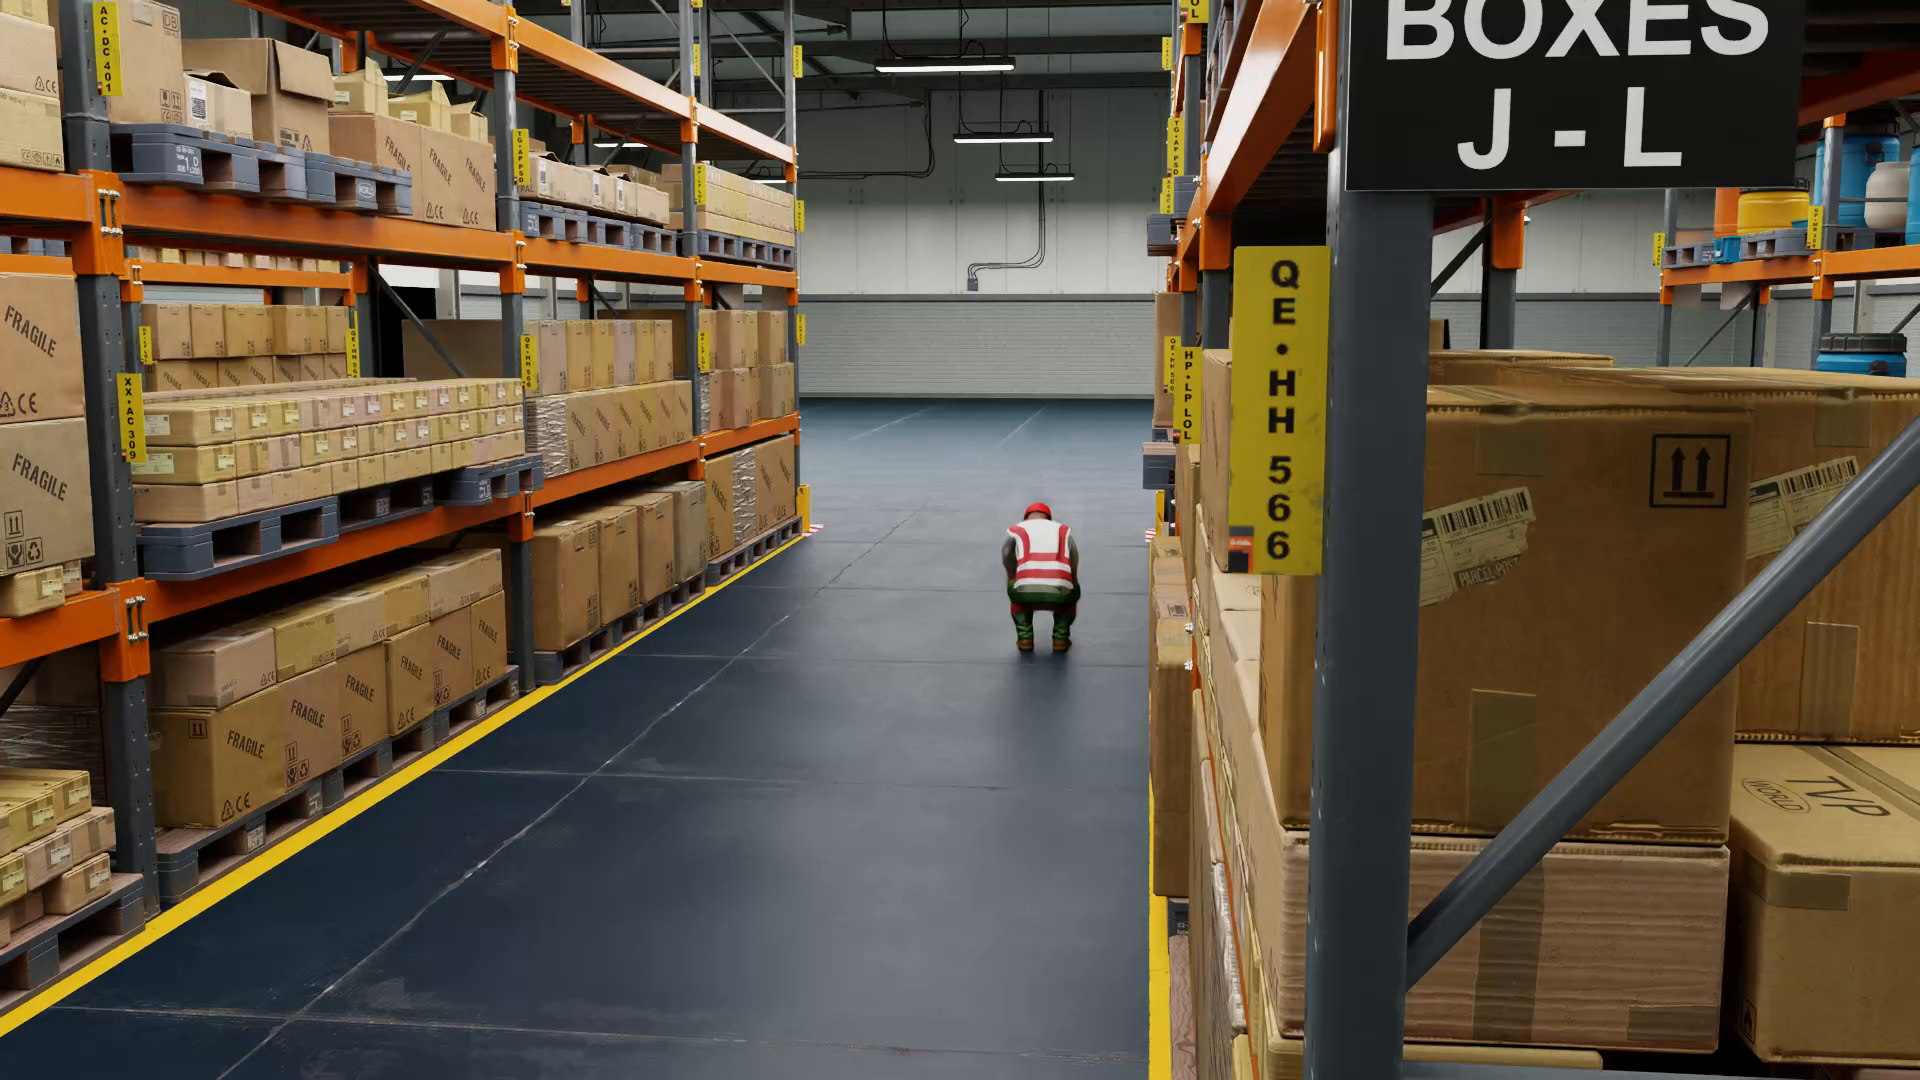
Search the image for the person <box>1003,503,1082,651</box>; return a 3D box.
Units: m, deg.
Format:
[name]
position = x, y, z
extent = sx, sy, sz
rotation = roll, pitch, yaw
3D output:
[person]
position = 0.584, 0.255, 11.847
extent = 0.568, 0.990, 0.882
rotation = 1, 8, 6
